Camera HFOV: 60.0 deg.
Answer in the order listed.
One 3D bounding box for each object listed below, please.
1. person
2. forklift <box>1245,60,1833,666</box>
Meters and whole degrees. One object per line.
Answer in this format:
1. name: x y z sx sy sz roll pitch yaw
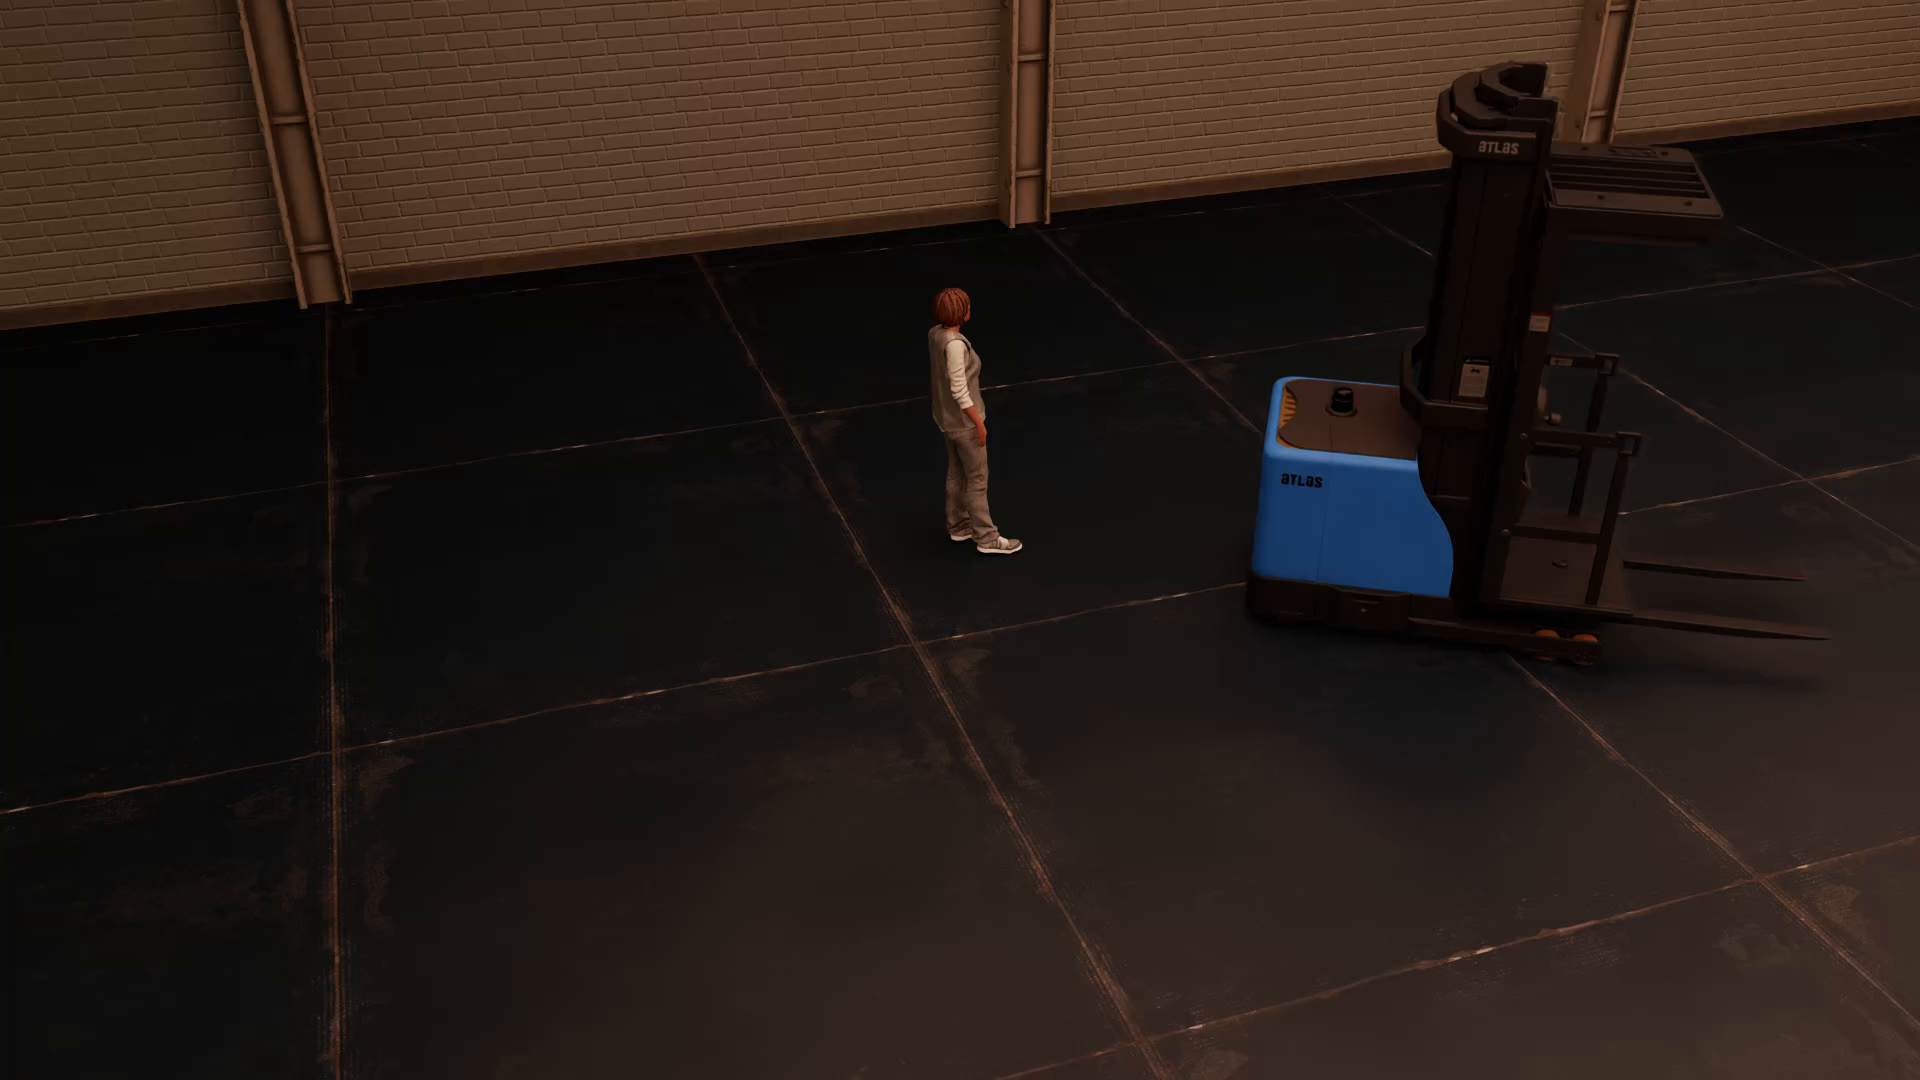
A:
1. person: 0.074 -0.697 9.636 0.475 1.582 0.521 -10 31 -16
2. forklift: 3.160 -0.893 8.638 3.031 2.935 1.130 6 31 11
